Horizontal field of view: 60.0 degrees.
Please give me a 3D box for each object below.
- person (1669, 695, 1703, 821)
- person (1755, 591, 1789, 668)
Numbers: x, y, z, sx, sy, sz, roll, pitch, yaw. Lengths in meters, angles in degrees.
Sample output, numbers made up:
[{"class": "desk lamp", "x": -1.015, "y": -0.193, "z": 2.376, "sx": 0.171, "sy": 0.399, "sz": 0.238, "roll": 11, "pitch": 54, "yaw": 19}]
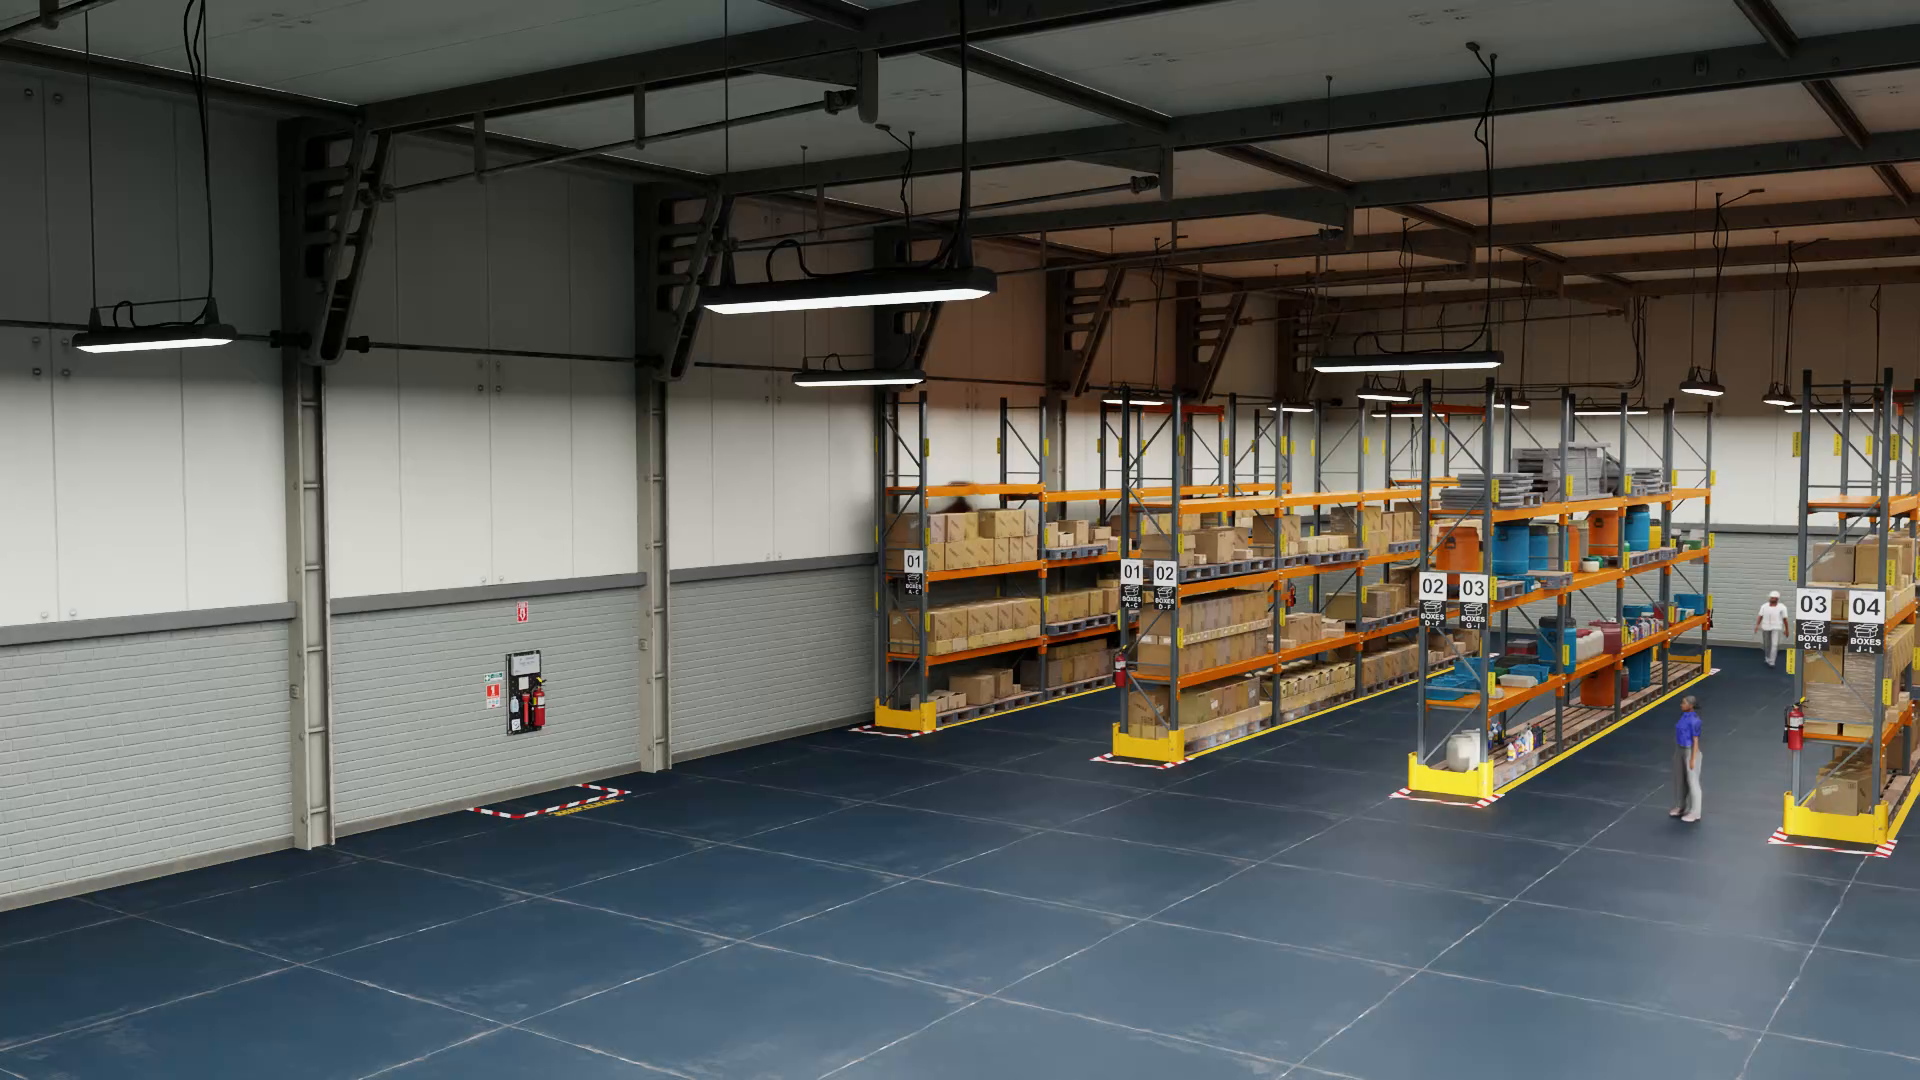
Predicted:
[{"class": "person", "x": 9.813, "y": 2.921, "z": 22.453, "sx": 0.336, "sy": 1.665, "sz": 0.479, "roll": -1, "pitch": 3, "yaw": -11}, {"class": "person", "x": 18.537, "y": 2.030, "z": 37.982, "sx": 0.680, "sy": 1.722, "sz": 1.039, "roll": 2, "pitch": 4, "yaw": 36}]
